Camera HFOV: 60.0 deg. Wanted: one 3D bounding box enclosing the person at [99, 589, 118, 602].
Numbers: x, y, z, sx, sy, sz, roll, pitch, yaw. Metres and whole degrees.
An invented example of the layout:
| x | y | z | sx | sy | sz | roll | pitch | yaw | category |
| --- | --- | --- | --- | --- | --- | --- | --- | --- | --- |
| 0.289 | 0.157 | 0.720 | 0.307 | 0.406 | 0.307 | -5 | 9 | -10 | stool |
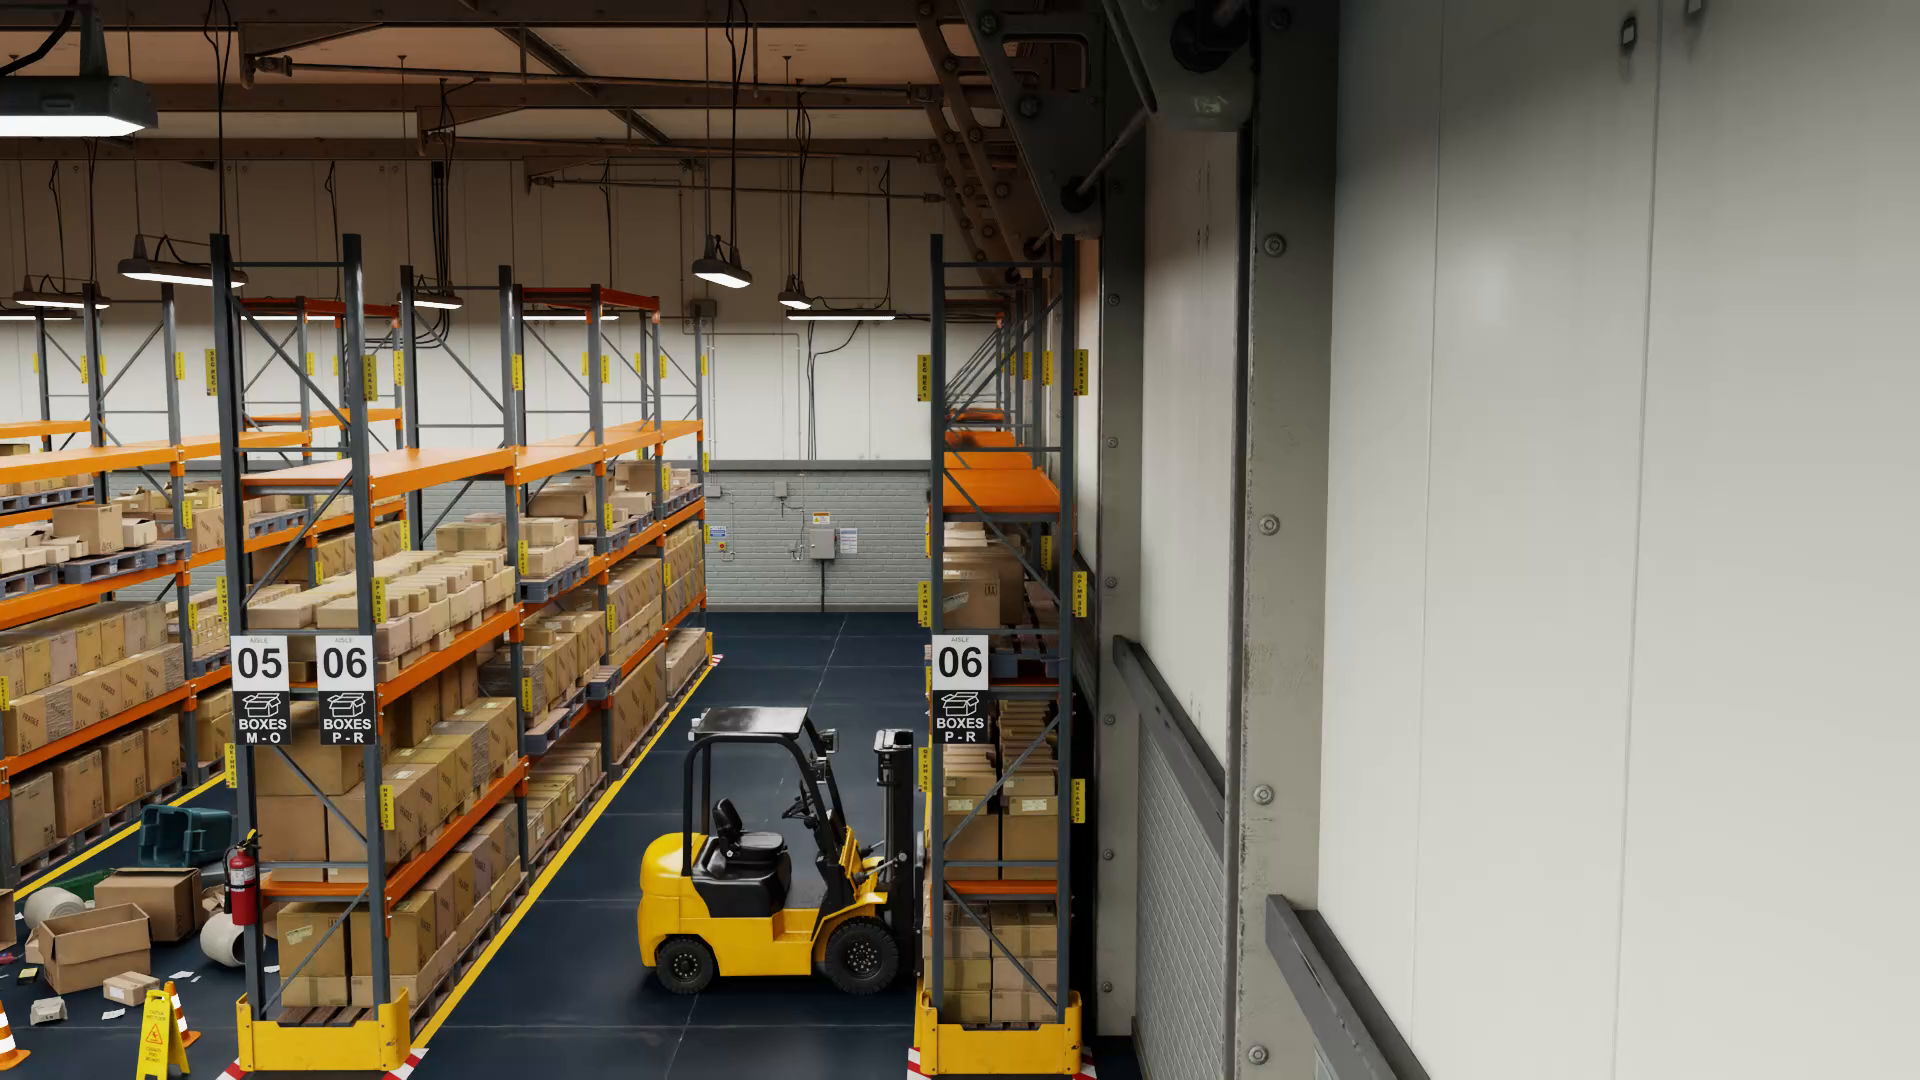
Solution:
| x | y | z | sx | sy | sz | roll | pitch | yaw | category |
| --- | --- | --- | --- | --- | --- | --- | --- | --- | --- |
| -15.276 | 1.026 | 29.559 | 0.753 | 1.571 | 0.596 | 2 | 7 | 14 | person |
